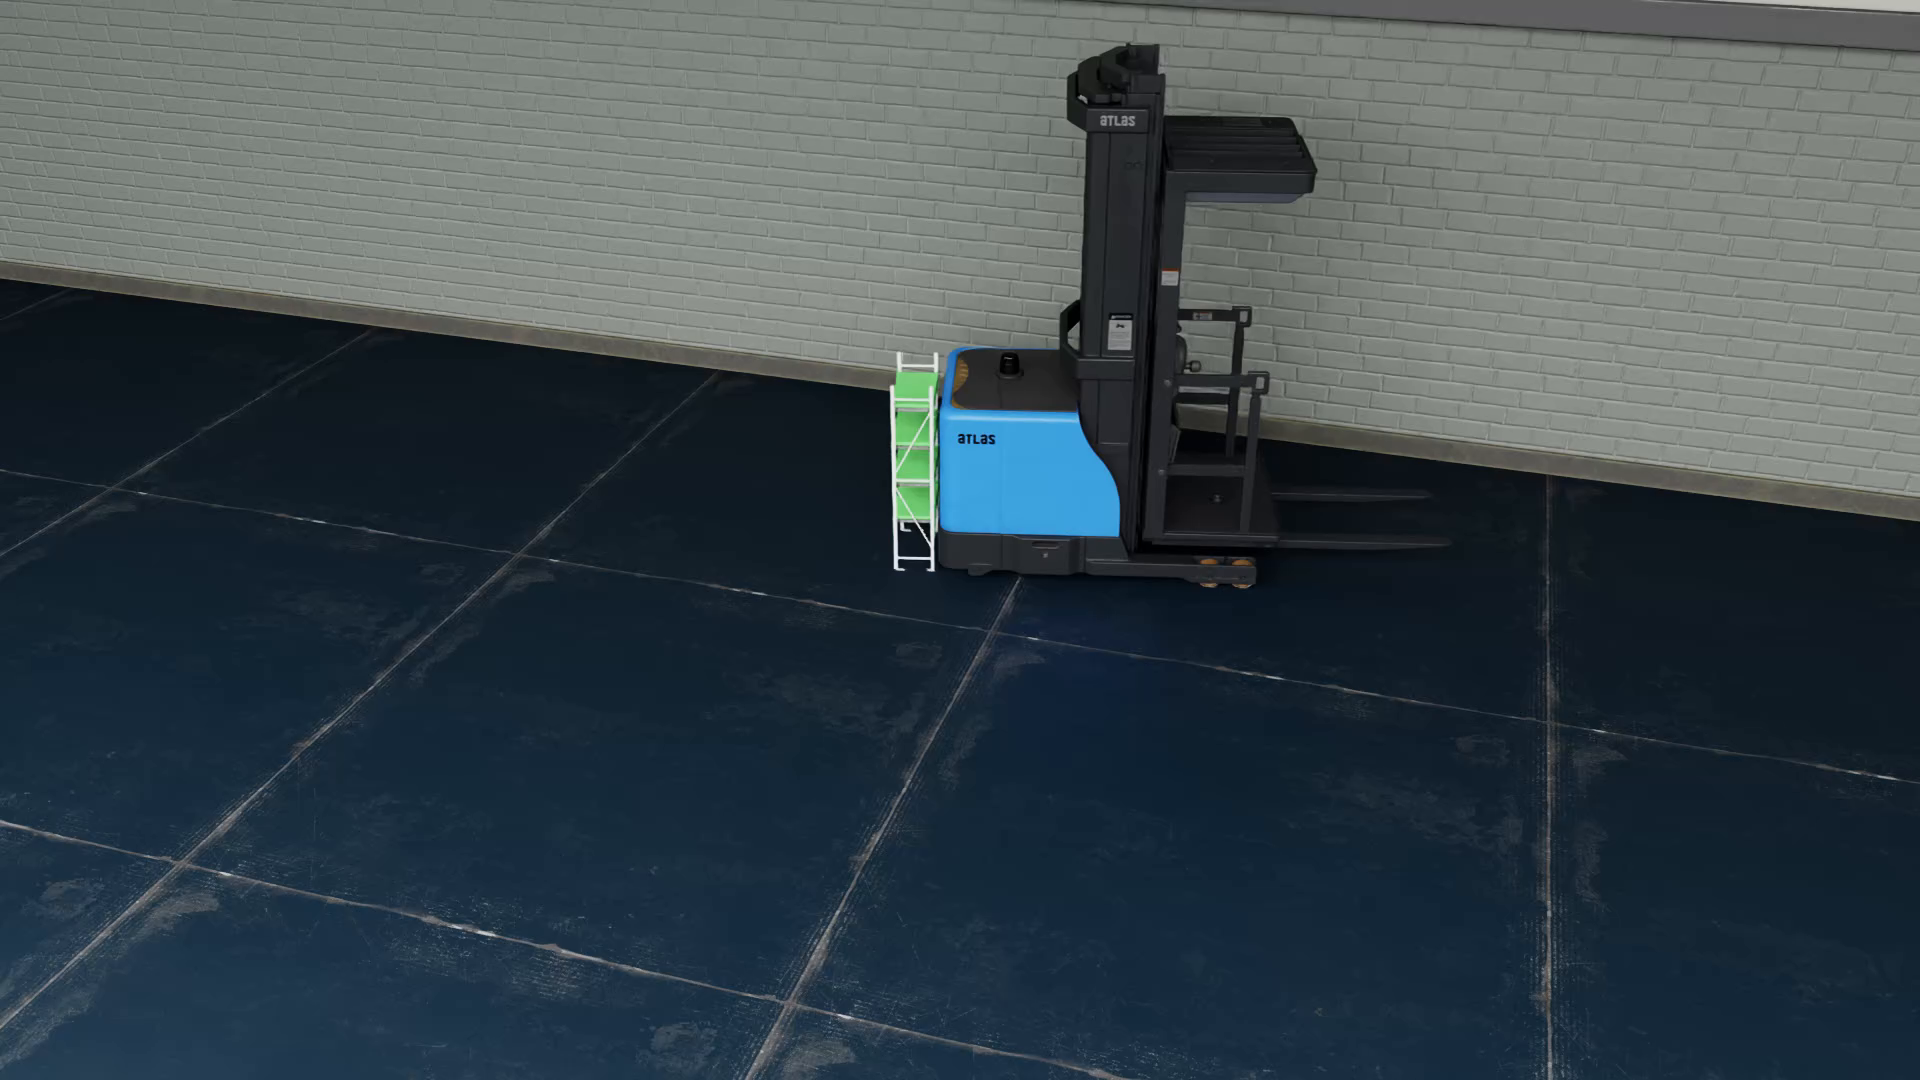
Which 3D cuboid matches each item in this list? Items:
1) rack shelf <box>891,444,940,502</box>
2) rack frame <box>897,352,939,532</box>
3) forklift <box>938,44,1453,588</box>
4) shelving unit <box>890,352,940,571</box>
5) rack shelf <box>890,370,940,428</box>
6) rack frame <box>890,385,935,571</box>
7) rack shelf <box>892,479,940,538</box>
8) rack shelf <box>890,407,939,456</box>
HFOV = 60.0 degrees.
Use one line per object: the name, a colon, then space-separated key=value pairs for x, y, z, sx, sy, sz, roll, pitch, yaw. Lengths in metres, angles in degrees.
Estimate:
rack shelf: x=-0.261 y=-0.406 z=9.913 sx=0.258 sy=0.148 sz=0.480 roll=1 pitch=29 yaw=2
rack frame: x=-0.250 y=-0.581 z=10.095 sx=0.240 sy=1.200 sz=0.015 roll=1 pitch=29 yaw=2
forklift: x=1.405 y=-1.263 z=9.541 sx=3.031 sy=2.935 sz=1.130 roll=2 pitch=29 yaw=3
shelving unit: x=-0.261 y=-0.462 z=9.882 sx=0.258 sy=1.200 sz=0.503 roll=1 pitch=29 yaw=2
rack shelf: x=-0.261 y=-0.826 z=9.680 sx=0.258 sy=0.148 sz=0.480 roll=1 pitch=29 yaw=2
rack frame: x=-0.272 y=-0.344 z=9.669 sx=0.240 sy=1.200 sz=0.015 roll=1 pitch=29 yaw=2
rack shelf: x=-0.261 y=-0.197 z=10.030 sx=0.258 sy=0.148 sz=0.480 roll=1 pitch=29 yaw=2
rack shelf: x=-0.261 y=-0.616 z=9.796 sx=0.258 sy=0.148 sz=0.480 roll=1 pitch=29 yaw=2
